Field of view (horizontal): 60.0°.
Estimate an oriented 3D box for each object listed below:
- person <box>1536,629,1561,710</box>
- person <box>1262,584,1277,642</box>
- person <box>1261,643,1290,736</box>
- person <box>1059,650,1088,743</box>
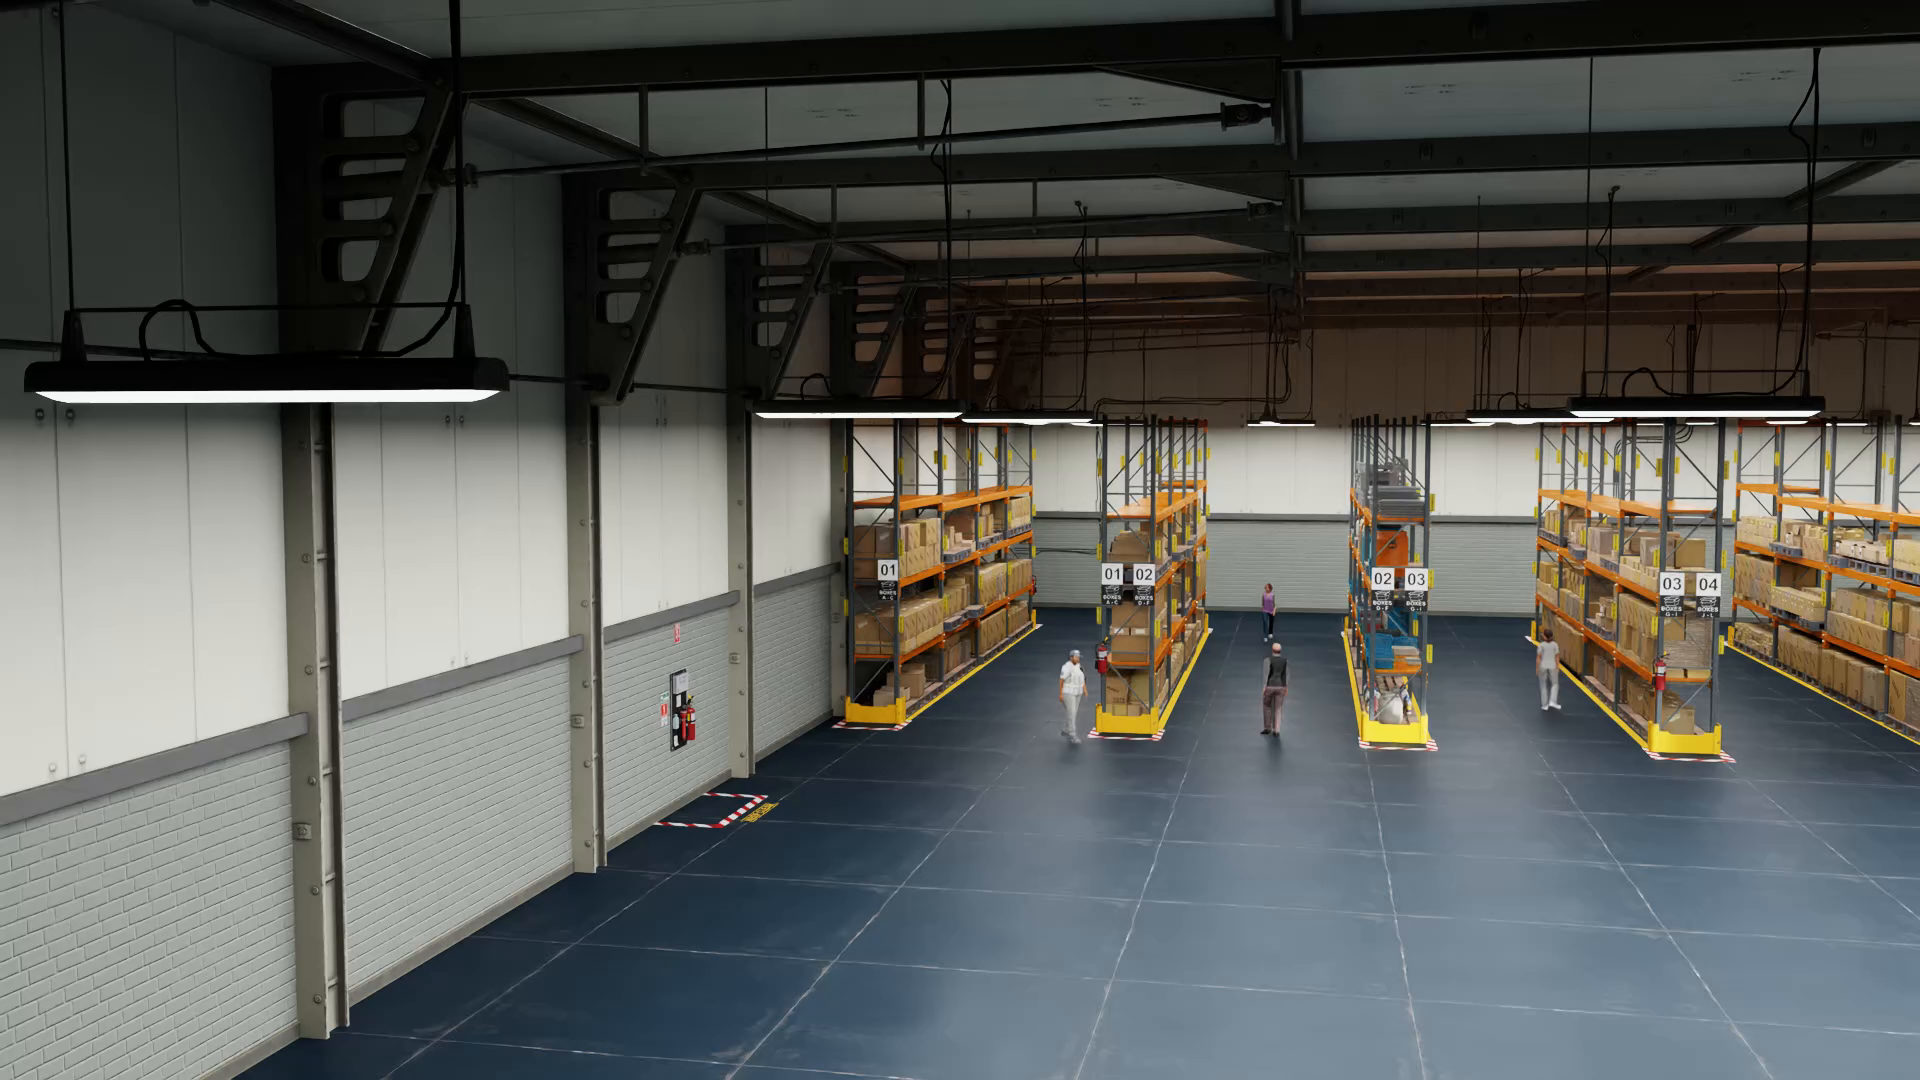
[{"bbox_3d":[11.981,2.640,33.859,0.490,1.668,0.534,1,4,11],"label":"person"},{"bbox_3d":[8.338,1.942,44.846,0.395,1.539,0.972,1,4,10],"label":"person"},{"bbox_3d":[5.910,2.820,31.089,0.531,1.769,0.613,0,4,5],"label":"person"},{"bbox_3d":[2.097,2.853,30.652,0.706,1.650,0.549,4,5,45],"label":"person"}]
